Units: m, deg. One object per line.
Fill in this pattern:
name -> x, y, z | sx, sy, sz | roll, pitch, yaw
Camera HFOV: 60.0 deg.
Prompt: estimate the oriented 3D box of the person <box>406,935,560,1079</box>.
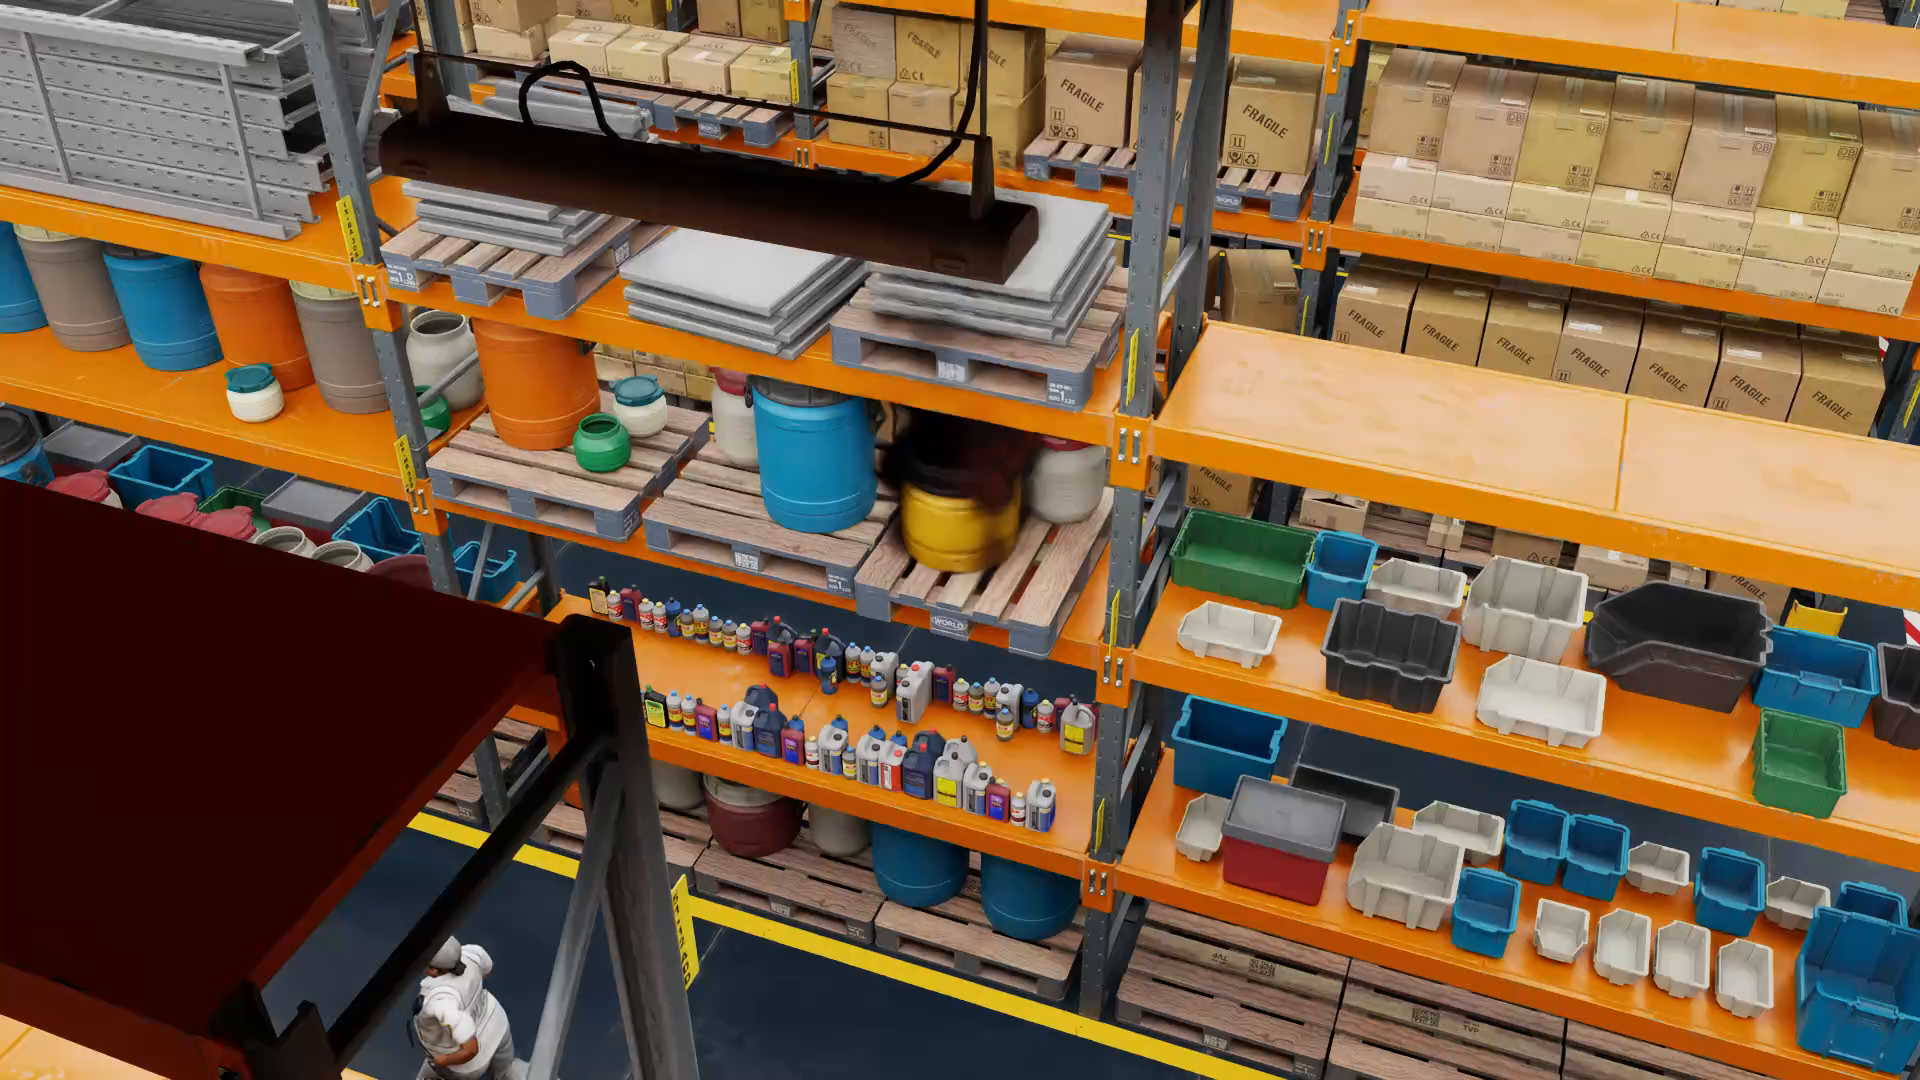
person -> -2.495, 2.589, 8.554 | 1.054, 1.669, 0.579 | 10, 38, 13
